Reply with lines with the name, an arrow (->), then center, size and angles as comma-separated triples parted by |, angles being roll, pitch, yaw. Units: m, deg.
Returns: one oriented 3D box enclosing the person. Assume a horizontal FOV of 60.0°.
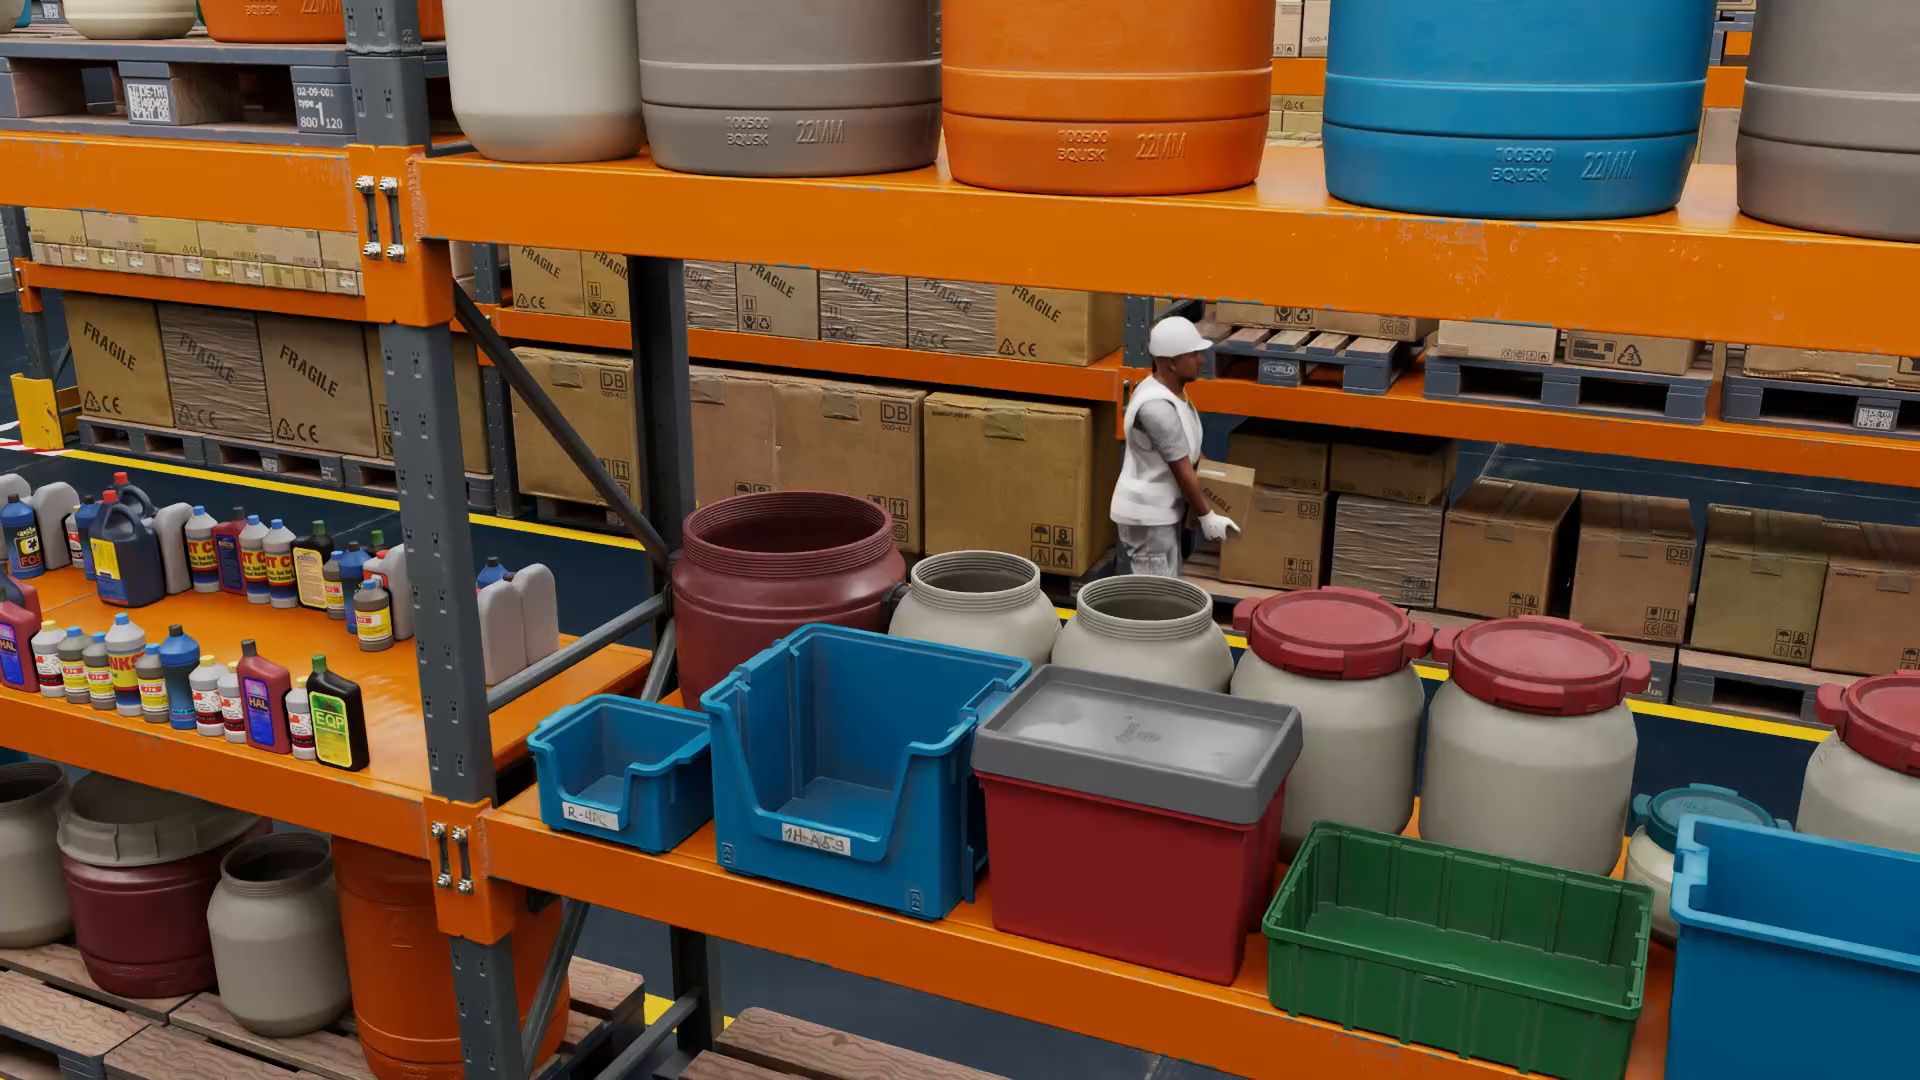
person -> 0.955, -0.101, 7.336 | 0.581, 1.777, 0.492 | 4, 19, 11
